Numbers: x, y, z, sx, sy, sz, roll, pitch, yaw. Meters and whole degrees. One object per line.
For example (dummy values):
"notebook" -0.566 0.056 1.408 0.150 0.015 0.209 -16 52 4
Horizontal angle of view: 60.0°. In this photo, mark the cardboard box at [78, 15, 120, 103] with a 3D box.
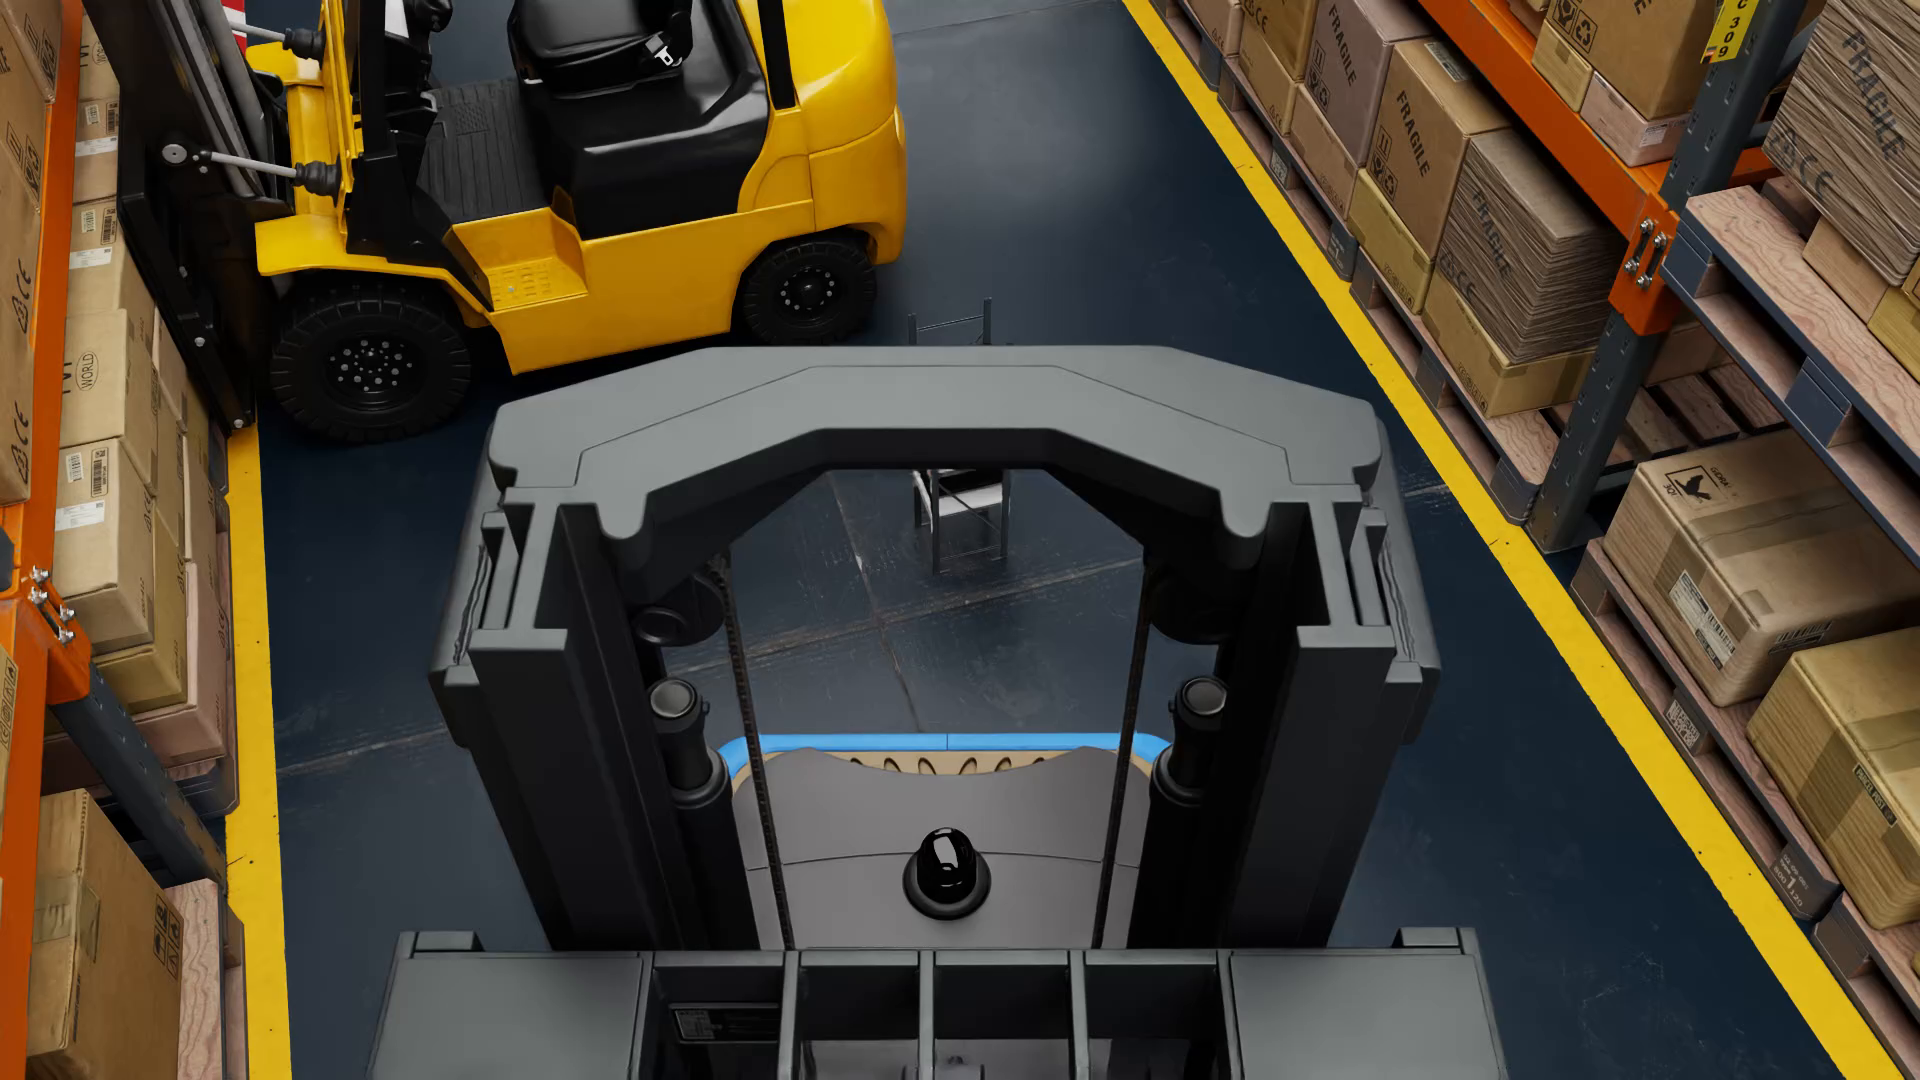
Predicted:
"cardboard box" -2.889 -1.436 5.368 0.500 0.250 0.500 -13 51 -11

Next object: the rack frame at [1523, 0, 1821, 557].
"rack frame" 2.285 -1.072 4.192 1.000 3.000 0.127 -13 51 -11

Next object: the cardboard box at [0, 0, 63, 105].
"cardboard box" -2.786 -1.481 4.471 0.500 0.500 0.500 -13 51 -11

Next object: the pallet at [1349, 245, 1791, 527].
"pallet" 2.053 -0.656 5.665 1.003 0.211 1.213 -13 51 -11

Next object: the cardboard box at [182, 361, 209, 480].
"cardboard box" -2.614 -0.363 5.118 0.500 0.250 0.500 -13 51 -10

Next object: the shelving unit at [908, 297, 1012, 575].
"shelving unit" 0.002 -0.284 4.901 0.258 0.900 0.210 -13 51 -11

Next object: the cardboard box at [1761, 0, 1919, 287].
"cardboard box" 2.150 -0.928 3.536 0.500 0.500 0.500 -12 51 -10

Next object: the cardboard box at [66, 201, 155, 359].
"cardboard box" -2.598 -0.679 4.730 0.500 0.250 0.500 -12 51 -10

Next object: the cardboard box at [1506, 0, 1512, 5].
"cardboard box" 1.756 -1.730 4.911 0.380 0.149 0.250 -14 51 -11

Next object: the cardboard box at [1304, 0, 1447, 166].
"cardboard box" 1.550 -1.678 5.736 0.500 0.500 0.500 -11 51 -9

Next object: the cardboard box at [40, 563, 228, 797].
"cardboard box" -2.282 0.376 4.495 0.500 0.250 0.500 -13 51 -11

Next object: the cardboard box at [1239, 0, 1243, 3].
"cardboard box" 1.243 -2.434 6.374 0.500 0.500 0.500 -15 52 -12

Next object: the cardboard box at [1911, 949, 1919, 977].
"cardboard box" 2.866 1.054 3.844 0.950 0.372 0.625 -12 51 -10

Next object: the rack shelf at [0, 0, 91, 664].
"rack shelf" -3.047 -1.176 4.750 1.077 0.370 4.000 -13 51 -11

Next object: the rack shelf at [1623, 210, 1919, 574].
"rack shelf" 2.877 0.621 3.235 1.077 0.370 4.000 -13 51 -11

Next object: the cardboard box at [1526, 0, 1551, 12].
"cardboard box" 1.758 -1.843 4.582 0.500 0.500 0.500 -12 51 -10

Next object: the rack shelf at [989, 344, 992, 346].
"rack shelf" 0.002 -0.437 4.720 0.258 0.077 0.200 -13 51 -11

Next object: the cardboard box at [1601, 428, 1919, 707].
"cardboard box" 2.443 0.022 4.713 0.950 0.372 0.625 -13 51 -11

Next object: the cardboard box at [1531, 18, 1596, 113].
"cardboard box" 1.819 -1.337 4.580 0.380 0.149 0.250 -12 51 -10

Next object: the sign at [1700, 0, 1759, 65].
"sign" 1.769 -1.223 3.753 0.100 0.325 0.005 -13 51 -11

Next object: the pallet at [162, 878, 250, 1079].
"pallet" -2.200 1.481 3.863 1.003 0.211 1.213 -13 51 -11

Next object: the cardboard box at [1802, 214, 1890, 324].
"cardboard box" 2.147 -0.651 3.727 0.380 0.149 0.250 -13 51 -10

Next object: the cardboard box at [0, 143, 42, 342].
"cardboard box" -2.507 -0.739 3.846 0.500 0.500 0.500 -13 51 -10

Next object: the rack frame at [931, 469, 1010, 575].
"rack frame" 0.032 -0.210 4.838 0.240 0.900 0.006 -13 51 -11

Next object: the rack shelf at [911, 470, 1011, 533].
"rack shelf" 0.002 -0.147 5.064 0.258 0.077 0.200 -13 51 -11

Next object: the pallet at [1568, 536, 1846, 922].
"pallet" 2.517 0.395 4.779 1.003 0.211 1.213 -13 51 -11

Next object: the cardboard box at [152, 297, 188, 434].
"cardboard box" -2.592 -0.517 4.921 0.500 0.250 0.500 -14 51 -11

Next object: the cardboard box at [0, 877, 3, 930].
"cardboard box" -1.902 0.776 2.732 0.500 0.250 0.500 -14 51 -11

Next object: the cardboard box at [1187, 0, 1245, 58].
"cardboard box" 1.221 -2.216 6.680 0.500 0.250 0.500 -12 51 -10

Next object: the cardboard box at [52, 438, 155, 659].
"cardboard box" -2.298 0.058 4.109 0.500 0.250 0.500 -14 51 -12

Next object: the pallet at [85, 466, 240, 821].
"pallet" -2.650 0.362 4.807 1.003 0.211 1.213 -13 51 -11

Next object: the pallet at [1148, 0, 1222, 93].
"pallet" 1.331 -2.438 7.167 1.003 0.211 1.213 -13 51 -11

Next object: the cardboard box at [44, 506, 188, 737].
"cardboard box" -2.303 0.220 4.299 0.500 0.250 0.500 -14 51 -11

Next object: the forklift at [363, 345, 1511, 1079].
"forklift" -0.021 1.286 2.249 1.130 2.935 3.031 0 50 0

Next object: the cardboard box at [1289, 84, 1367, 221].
"cardboard box" 1.541 -1.451 6.035 0.500 0.250 0.500 -13 51 -10

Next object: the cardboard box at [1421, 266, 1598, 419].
"cardboard box" 1.854 -0.692 5.395 0.500 0.250 0.500 -11 51 -9

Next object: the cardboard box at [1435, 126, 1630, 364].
"cardboard box" 1.854 -0.934 5.109 0.500 0.500 0.500 -14 51 -11
